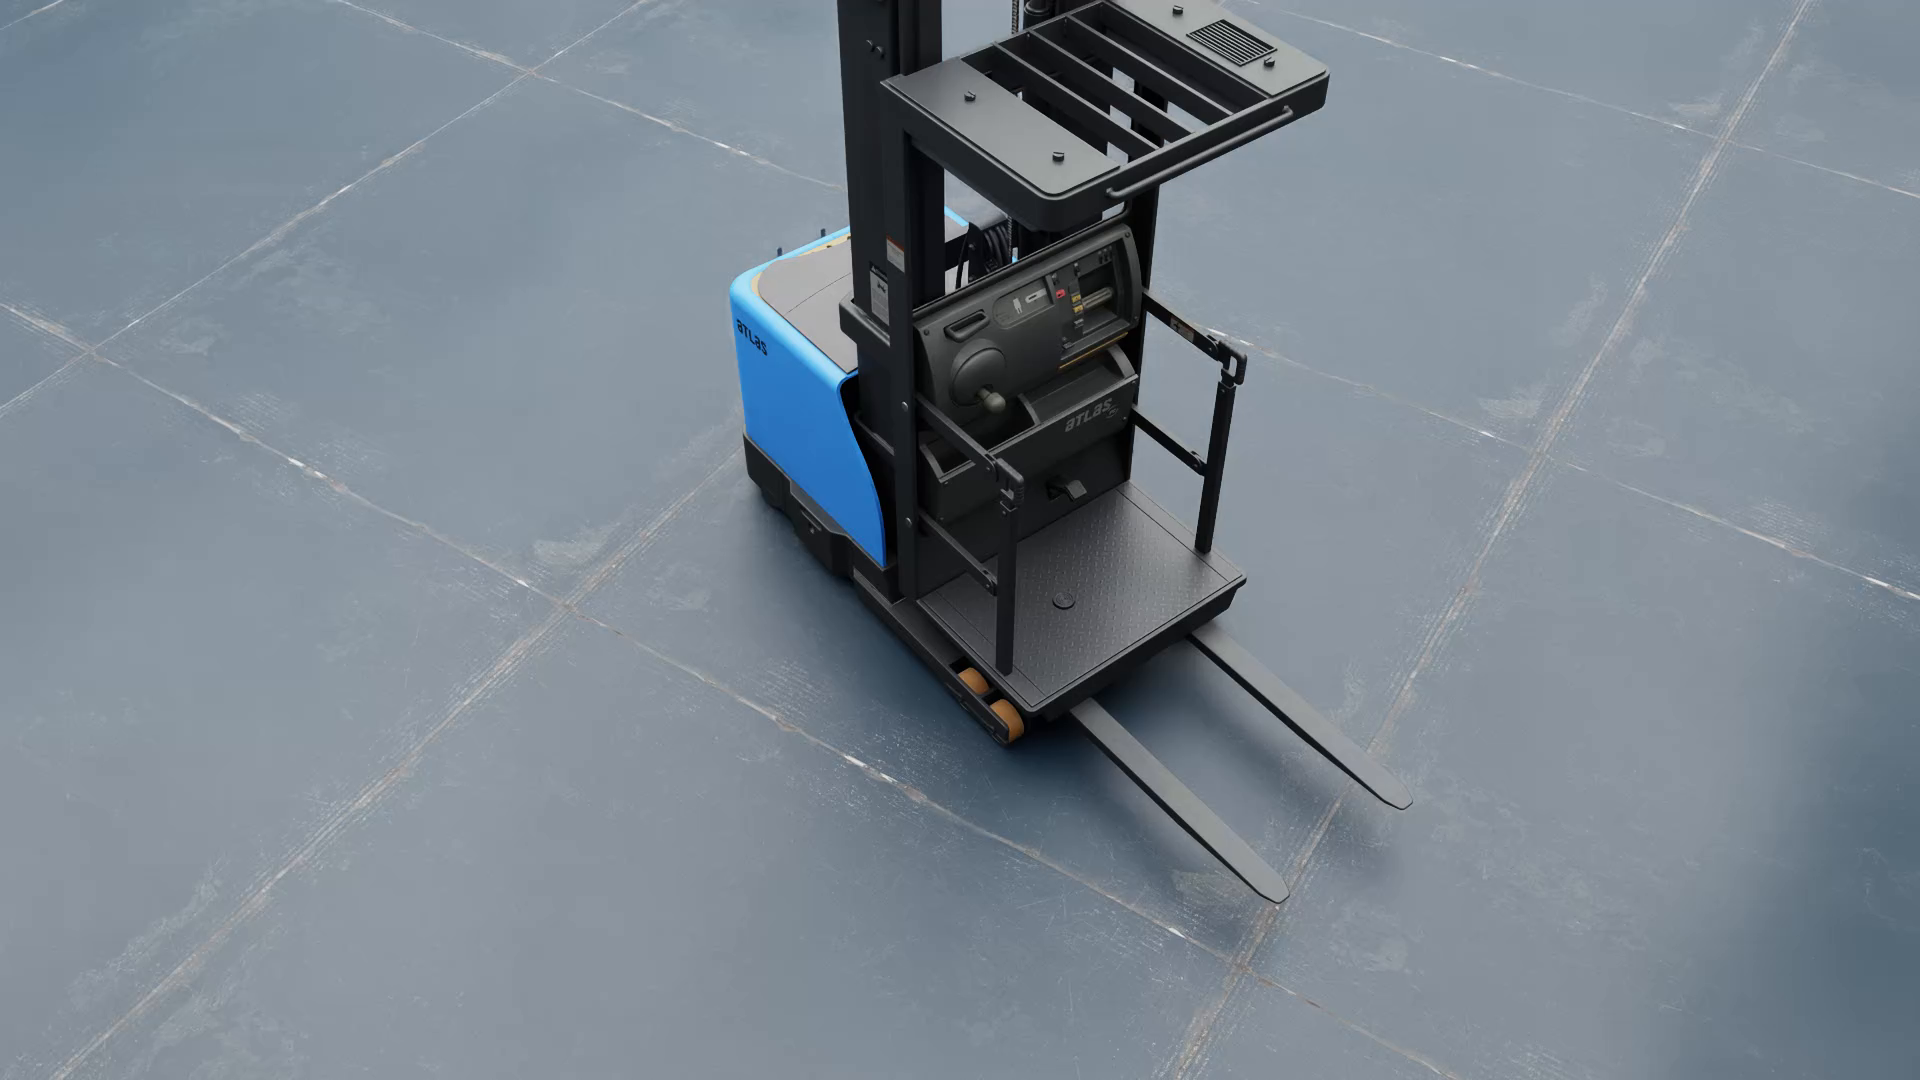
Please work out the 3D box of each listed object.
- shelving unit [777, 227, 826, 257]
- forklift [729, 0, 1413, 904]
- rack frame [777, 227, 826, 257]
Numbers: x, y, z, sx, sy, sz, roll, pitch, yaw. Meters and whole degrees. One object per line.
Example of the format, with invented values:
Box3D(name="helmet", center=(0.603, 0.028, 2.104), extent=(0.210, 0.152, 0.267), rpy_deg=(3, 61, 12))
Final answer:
Box3D(name="shelving unit", center=(-0.601, -0.889, 7.209), extent=(0.258, 0.900, 0.210), rpy_deg=(-29, 53, -25))
Box3D(name="forklift", center=(0.385, -0.667, 5.576), extent=(1.130, 2.935, 3.031), rpy_deg=(-29, 53, -25))
Box3D(name="rack frame", center=(-0.663, -0.947, 7.265), extent=(0.240, 0.900, 0.006), rpy_deg=(-29, 53, -25))
